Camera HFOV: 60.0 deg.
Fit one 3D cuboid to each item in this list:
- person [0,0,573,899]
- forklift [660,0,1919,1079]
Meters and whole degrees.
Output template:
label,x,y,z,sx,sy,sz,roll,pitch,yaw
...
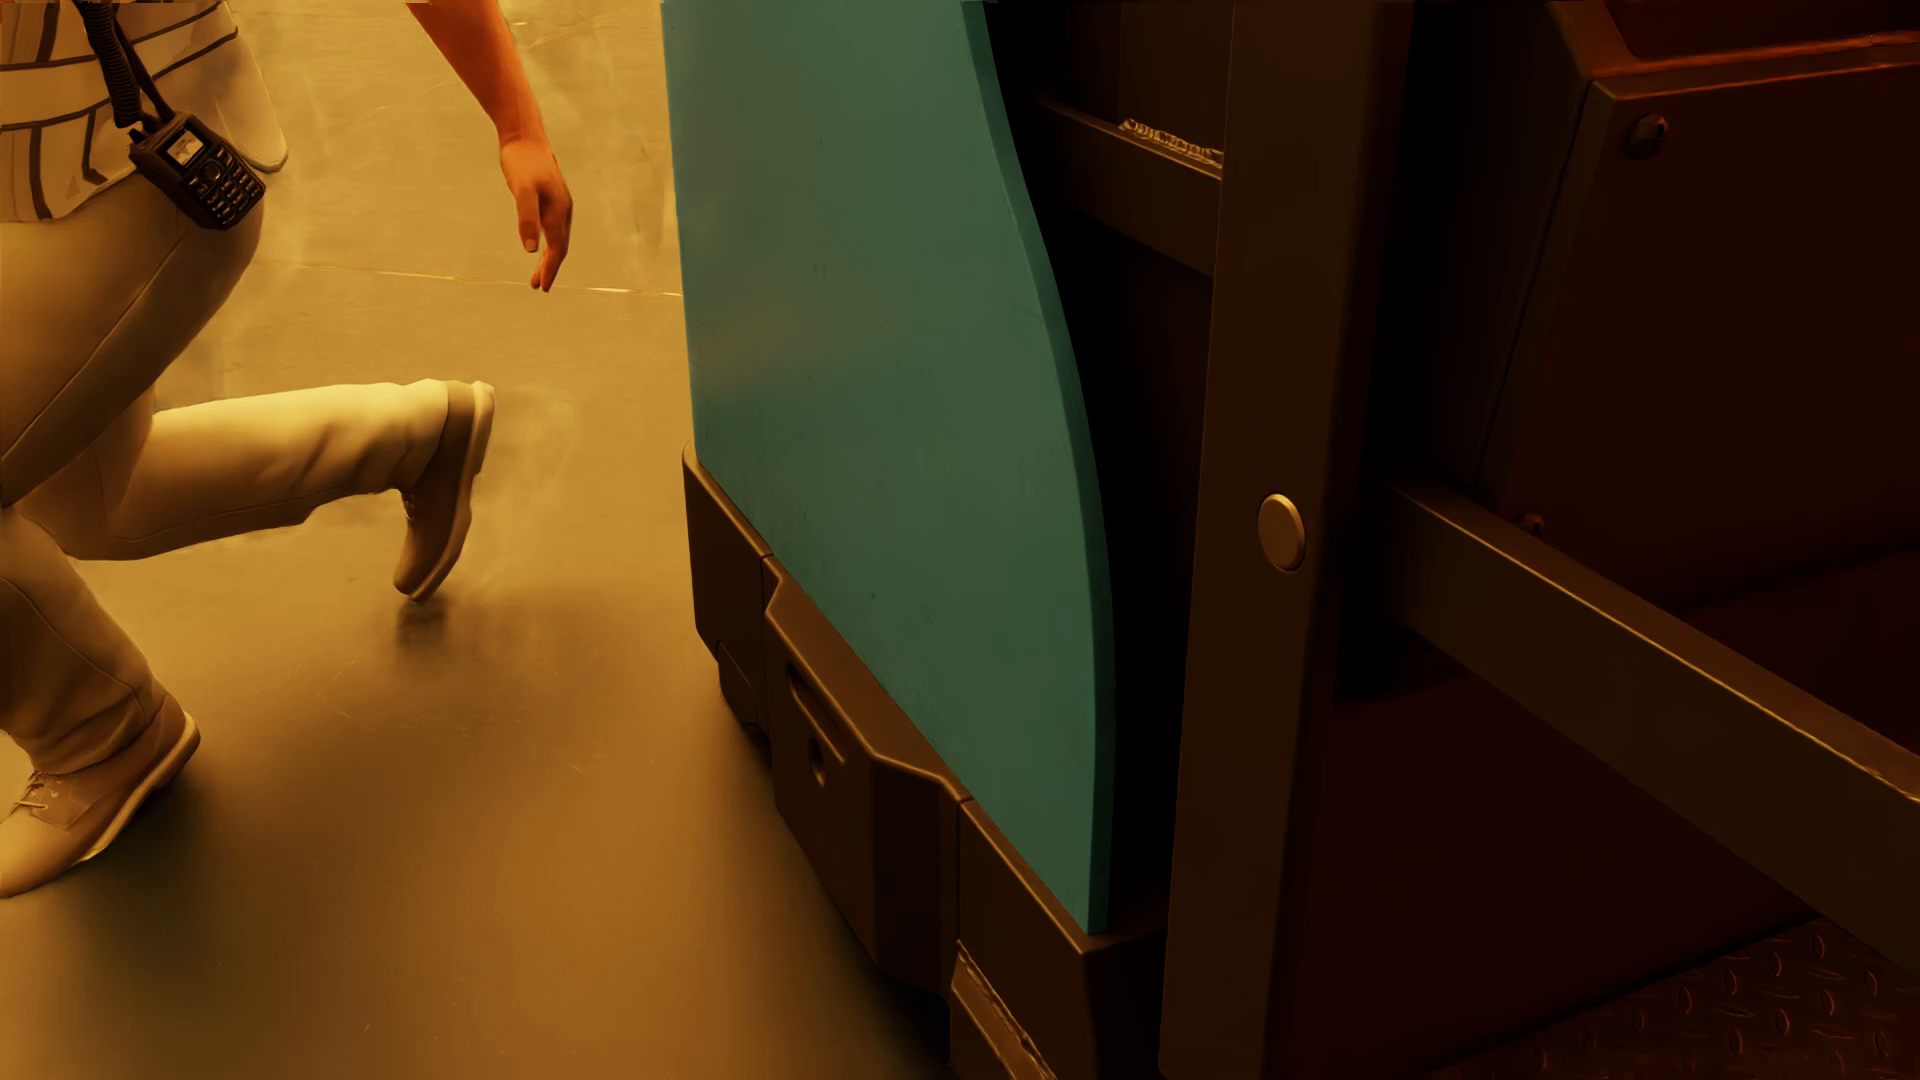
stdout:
label,x,y,z,sx,sy,sz,roll,pitch,yaw
person,-0.835,-0.411,1.707,0.650,1.526,0.907,11,29,20
forklift,0.751,-0.652,0.538,1.130,2.935,3.031,-12,29,-23
